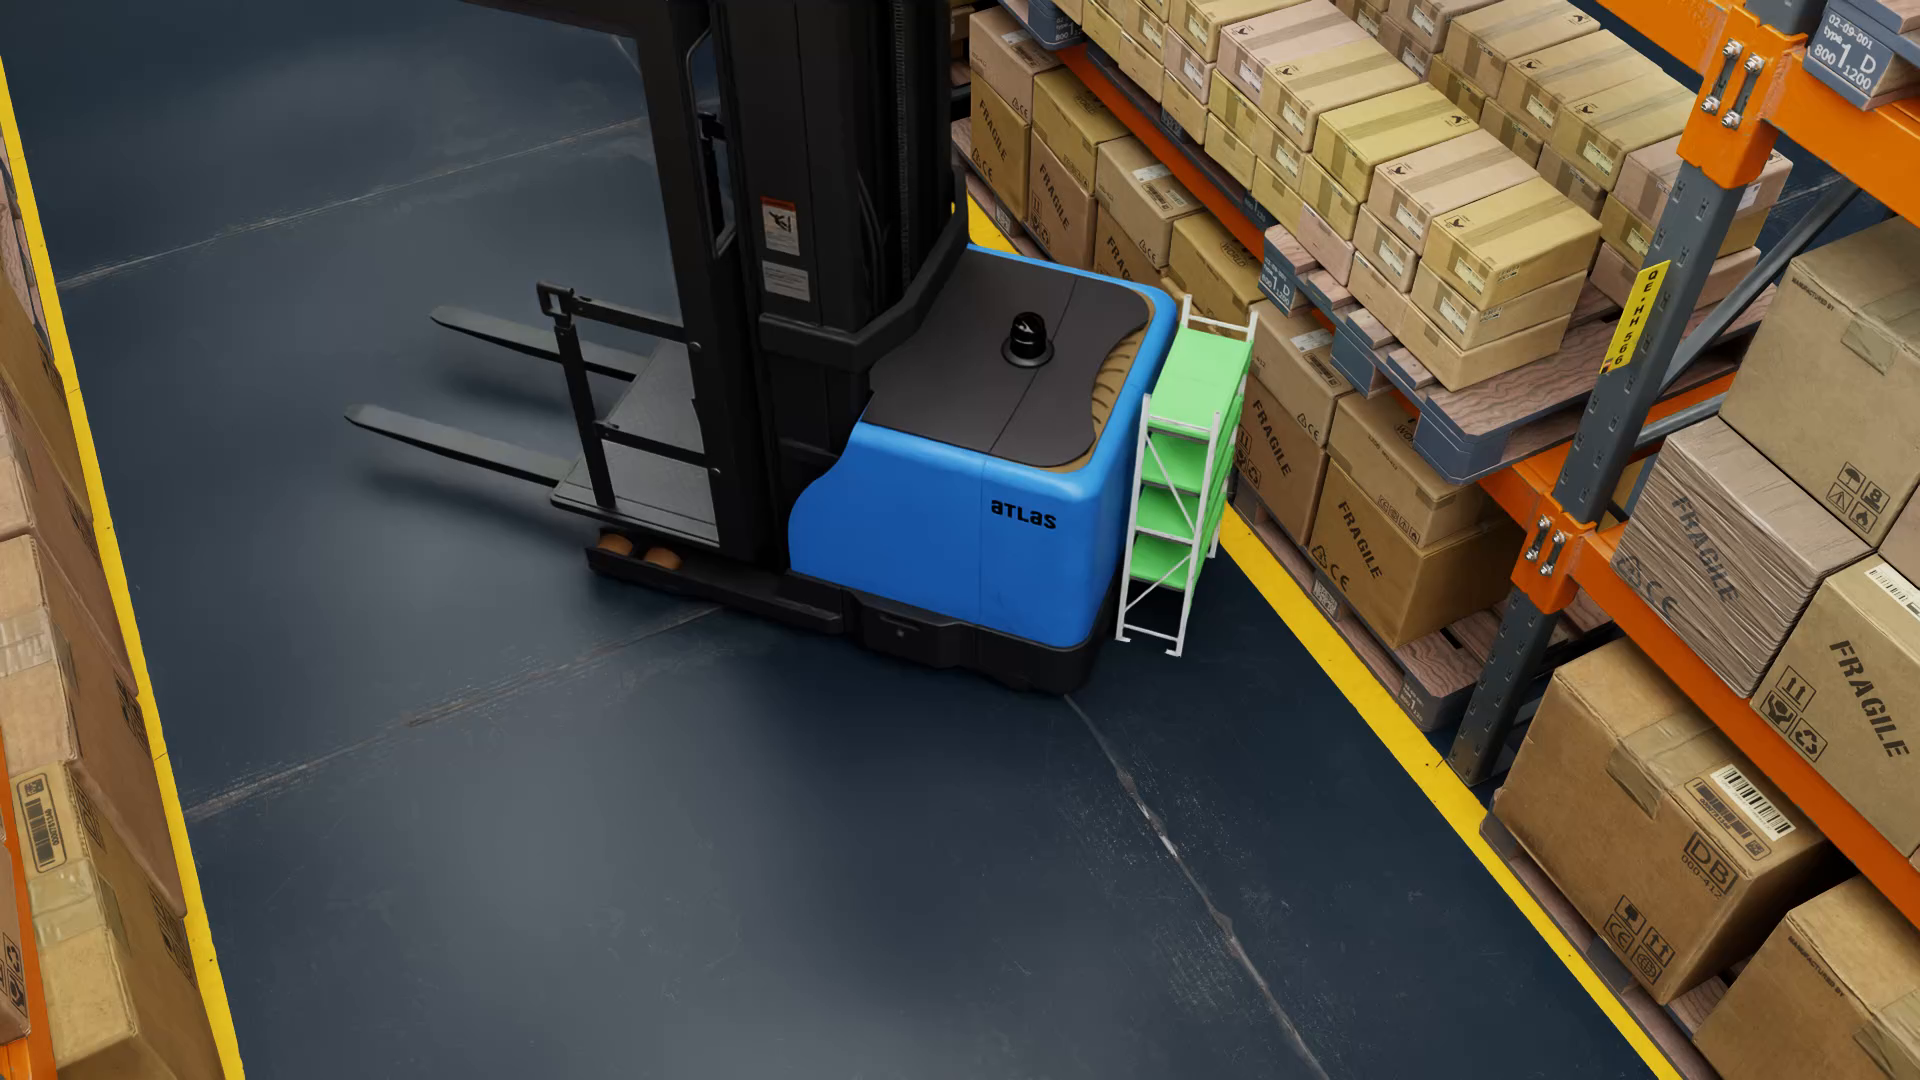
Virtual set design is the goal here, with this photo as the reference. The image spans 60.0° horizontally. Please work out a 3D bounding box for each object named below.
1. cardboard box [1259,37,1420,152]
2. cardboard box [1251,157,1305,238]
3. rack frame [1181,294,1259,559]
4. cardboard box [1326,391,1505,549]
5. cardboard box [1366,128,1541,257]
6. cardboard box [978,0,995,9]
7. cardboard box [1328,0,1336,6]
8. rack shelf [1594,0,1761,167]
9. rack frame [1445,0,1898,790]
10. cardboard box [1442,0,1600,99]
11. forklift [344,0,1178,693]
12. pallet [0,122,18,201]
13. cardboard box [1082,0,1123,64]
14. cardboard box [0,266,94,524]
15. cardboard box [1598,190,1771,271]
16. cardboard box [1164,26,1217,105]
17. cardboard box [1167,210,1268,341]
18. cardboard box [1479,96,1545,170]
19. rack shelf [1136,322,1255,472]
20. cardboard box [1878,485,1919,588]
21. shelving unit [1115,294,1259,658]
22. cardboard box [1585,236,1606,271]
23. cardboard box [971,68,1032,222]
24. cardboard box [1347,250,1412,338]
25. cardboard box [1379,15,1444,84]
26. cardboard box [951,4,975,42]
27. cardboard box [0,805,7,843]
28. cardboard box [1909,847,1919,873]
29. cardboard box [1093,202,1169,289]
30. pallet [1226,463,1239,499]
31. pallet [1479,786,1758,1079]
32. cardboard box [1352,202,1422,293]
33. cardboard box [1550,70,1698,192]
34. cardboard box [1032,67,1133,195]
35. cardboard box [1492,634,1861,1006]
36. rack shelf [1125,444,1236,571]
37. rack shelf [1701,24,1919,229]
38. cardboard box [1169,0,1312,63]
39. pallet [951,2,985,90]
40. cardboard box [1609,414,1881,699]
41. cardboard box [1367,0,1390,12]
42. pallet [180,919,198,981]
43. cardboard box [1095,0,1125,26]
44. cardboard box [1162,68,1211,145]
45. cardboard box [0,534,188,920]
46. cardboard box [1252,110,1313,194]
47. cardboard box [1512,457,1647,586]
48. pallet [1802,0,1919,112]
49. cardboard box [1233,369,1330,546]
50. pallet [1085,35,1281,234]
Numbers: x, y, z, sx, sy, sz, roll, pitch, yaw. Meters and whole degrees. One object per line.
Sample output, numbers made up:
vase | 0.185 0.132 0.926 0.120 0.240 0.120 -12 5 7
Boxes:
cardboard box | 1.114 -1.315 4.900 0.380 0.149 0.250 -20 52 -16
cardboard box | 1.129 -1.106 5.113 0.380 0.149 0.250 -22 52 -18
rack frame | 0.836 -0.360 5.768 0.240 1.200 0.015 15 51 13
cardboard box | 1.559 -0.302 5.404 0.500 0.250 0.500 -22 52 -18
cardboard box | 1.360 -0.962 4.592 0.380 0.149 0.250 -22 52 -18
cardboard box | 0.272 -2.781 8.305 0.380 0.149 0.250 -20 52 -16
cardboard box | 1.344 -1.959 5.661 0.380 0.149 0.250 -19 52 -16
rack shelf | 1.189 -2.461 4.895 1.077 0.370 4.000 -21 52 -18
rack frame | 2.105 -0.372 4.582 1.000 3.000 0.127 -21 52 -18
cardboard box | 1.711 -1.521 5.081 0.380 0.149 0.250 -23 53 -19
forklift | -0.830 -1.135 5.296 3.031 2.935 1.130 16 51 13
pallet | -5.023 -1.844 7.722 1.003 0.211 1.213 -21 52 -18
cardboard box | 0.648 -1.810 5.729 0.380 0.149 0.250 -22 52 -18
cardboard box | -3.872 -0.426 5.762 1.225 0.875 0.875 -21 52 -17
cardboard box | 2.062 -0.918 4.750 0.380 0.149 0.250 -19 52 -16
cardboard box | 0.882 -1.562 5.313 0.380 0.149 0.250 -20 52 -17
cardboard box | 1.099 -0.981 5.999 0.500 0.250 0.500 -20 52 -17
cardboard box | 1.811 -1.276 5.064 0.380 0.149 0.250 -23 53 -19
rack shelf | 0.753 -0.462 5.304 0.258 0.148 0.480 15 51 13
cardboard box | 2.534 -0.092 3.607 0.700 0.500 0.500 -22 52 -18
shelving unit | 0.753 -0.188 5.617 0.258 1.200 0.503 15 51 13
cardboard box | 1.957 -0.976 4.999 0.380 0.149 0.250 -19 51 -16
cardboard box | 0.377 -1.778 7.194 0.500 0.500 0.500 -19 52 -16
cardboard box | 1.358 -0.766 4.815 0.380 0.149 0.250 -21 52 -18
cardboard box | 1.582 -1.612 5.357 0.380 0.149 0.250 -21 52 -17
cardboard box | -0.153 -2.448 7.816 0.380 0.149 0.250 -20 52 -17
cardboard box | -2.570 0.473 3.777 0.500 0.500 0.500 -22 53 -18
cardboard box | 2.536 0.666 3.609 0.500 0.500 0.500 -21 52 -18
cardboard box | 0.872 -1.079 6.583 0.500 0.500 0.500 -20 52 -17
pallet | 1.194 -0.793 6.803 1.003 0.211 1.213 -21 52 -18
pallet | 2.398 1.100 5.148 1.003 0.211 1.213 -21 52 -18
cardboard box | 1.350 -0.877 4.715 0.380 0.149 0.250 -19 52 -16
cardboard box | 1.940 -1.178 4.780 0.380 0.149 0.250 -22 53 -18
cardboard box | 0.623 -1.670 6.601 0.500 0.250 0.500 -20 52 -17
cardboard box | 2.303 0.669 4.888 1.050 0.750 0.750 -22 52 -18
rack shelf | 0.753 -0.146 5.665 0.258 0.148 0.480 15 51 13
rack shelf | 3.020 0.216 2.553 1.077 0.370 4.000 -21 52 -18
cardboard box | 0.883 -1.660 5.201 0.380 0.149 0.250 -19 51 -16
pallet | -0.065 -2.568 8.356 1.003 0.211 1.213 -21 52 -18
cardboard box | 2.070 -0.011 4.201 0.500 0.500 0.500 -21 52 -17
cardboard box | 1.463 -1.878 5.393 0.380 0.149 0.250 -20 52 -16
pallet | -2.646 1.633 4.681 1.003 0.211 1.213 -21 52 -18
cardboard box | 0.650 -1.904 5.613 0.380 0.149 0.250 -22 52 -18
cardboard box | 0.888 -1.460 5.422 0.380 0.149 0.250 -20 52 -16
cardboard box | -3.050 0.762 4.723 1.225 0.875 0.875 -21 52 -17
cardboard box | 1.113 -1.220 5.015 0.380 0.149 0.250 -21 52 -17
cardboard box | 2.008 -0.248 5.856 0.500 0.500 0.500 -23 53 -19
pallet | 2.446 -0.885 3.164 1.213 0.211 1.003 -19 51 -16
cardboard box | 1.337 -0.386 5.977 0.500 0.500 0.500 -19 52 -16
pallet | 1.162 -1.619 5.801 1.003 0.211 1.213 -21 52 -18
